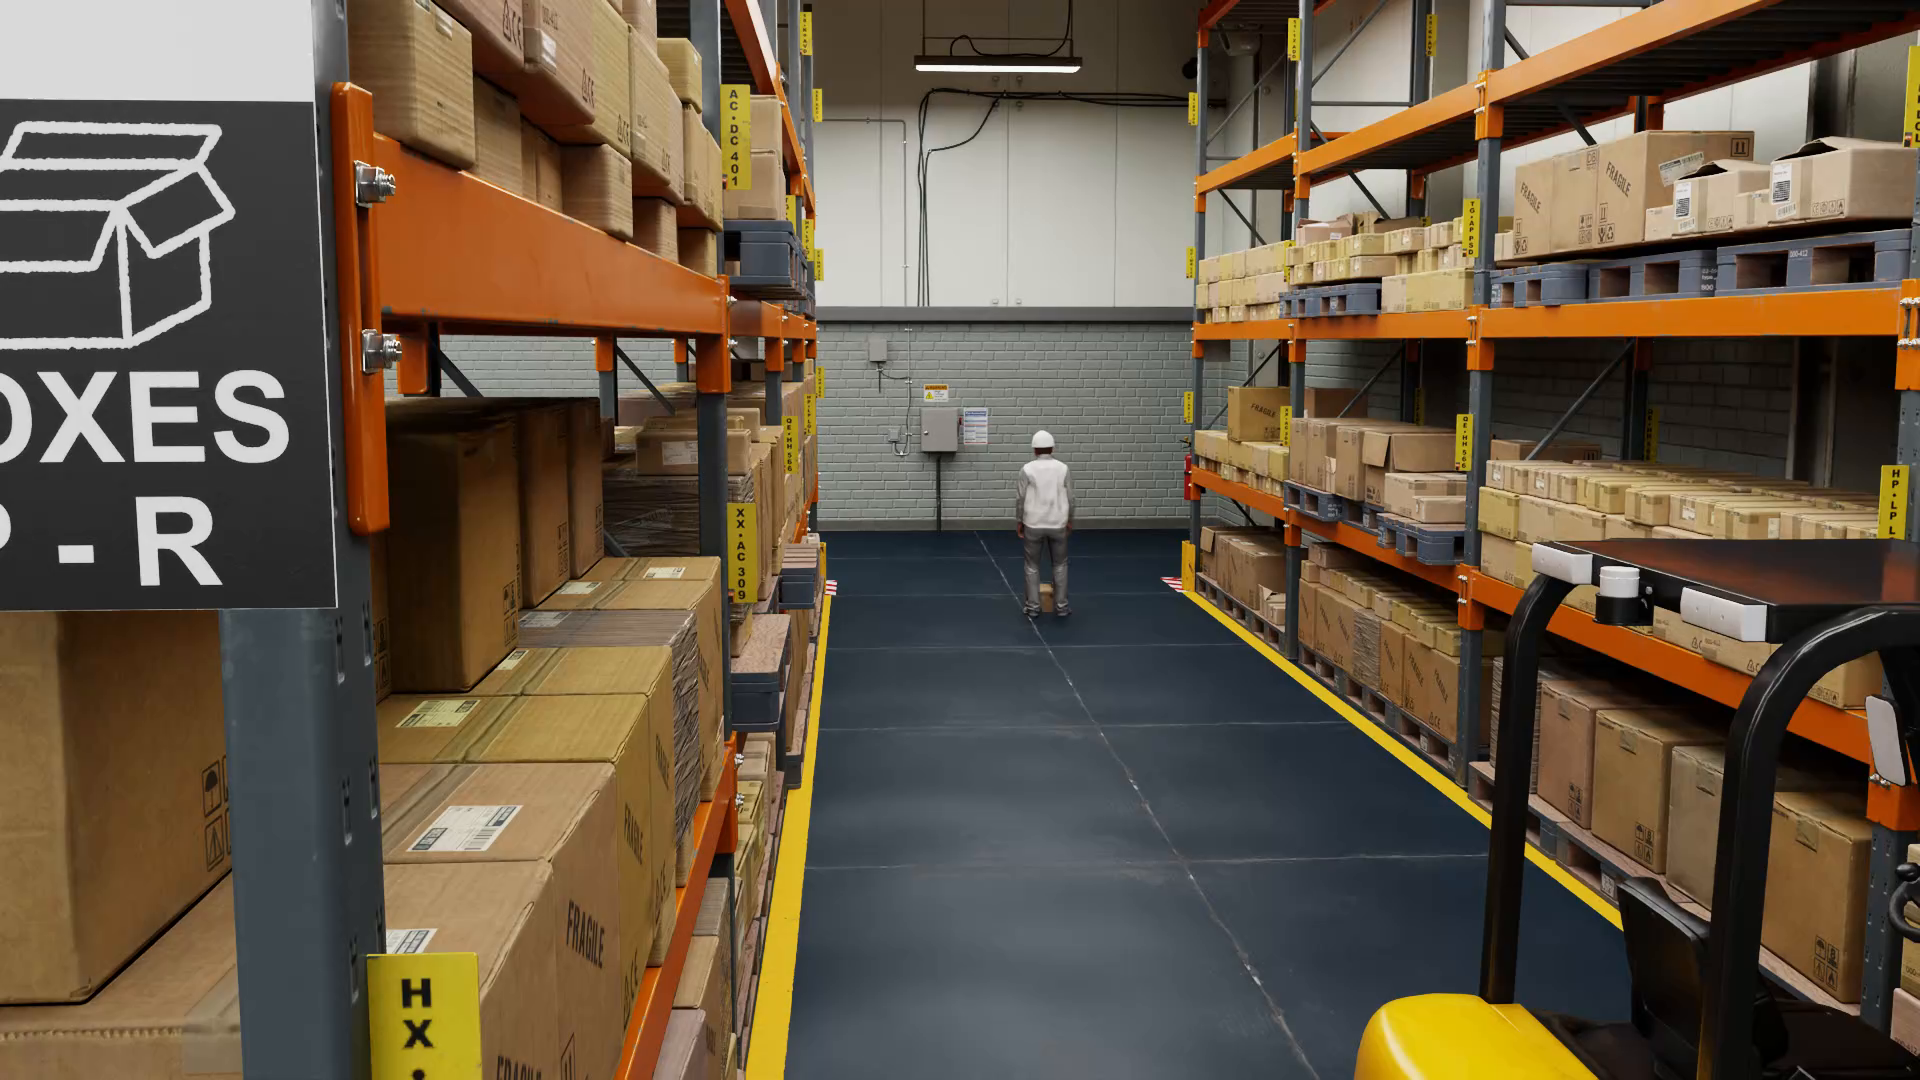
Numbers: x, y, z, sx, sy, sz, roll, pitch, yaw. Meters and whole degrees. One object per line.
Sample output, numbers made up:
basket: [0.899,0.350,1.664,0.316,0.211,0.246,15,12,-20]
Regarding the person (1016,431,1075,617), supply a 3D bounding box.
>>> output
person: [0.812,-0.155,15.926,0.570,1.772,0.456,-1,7,-6]
